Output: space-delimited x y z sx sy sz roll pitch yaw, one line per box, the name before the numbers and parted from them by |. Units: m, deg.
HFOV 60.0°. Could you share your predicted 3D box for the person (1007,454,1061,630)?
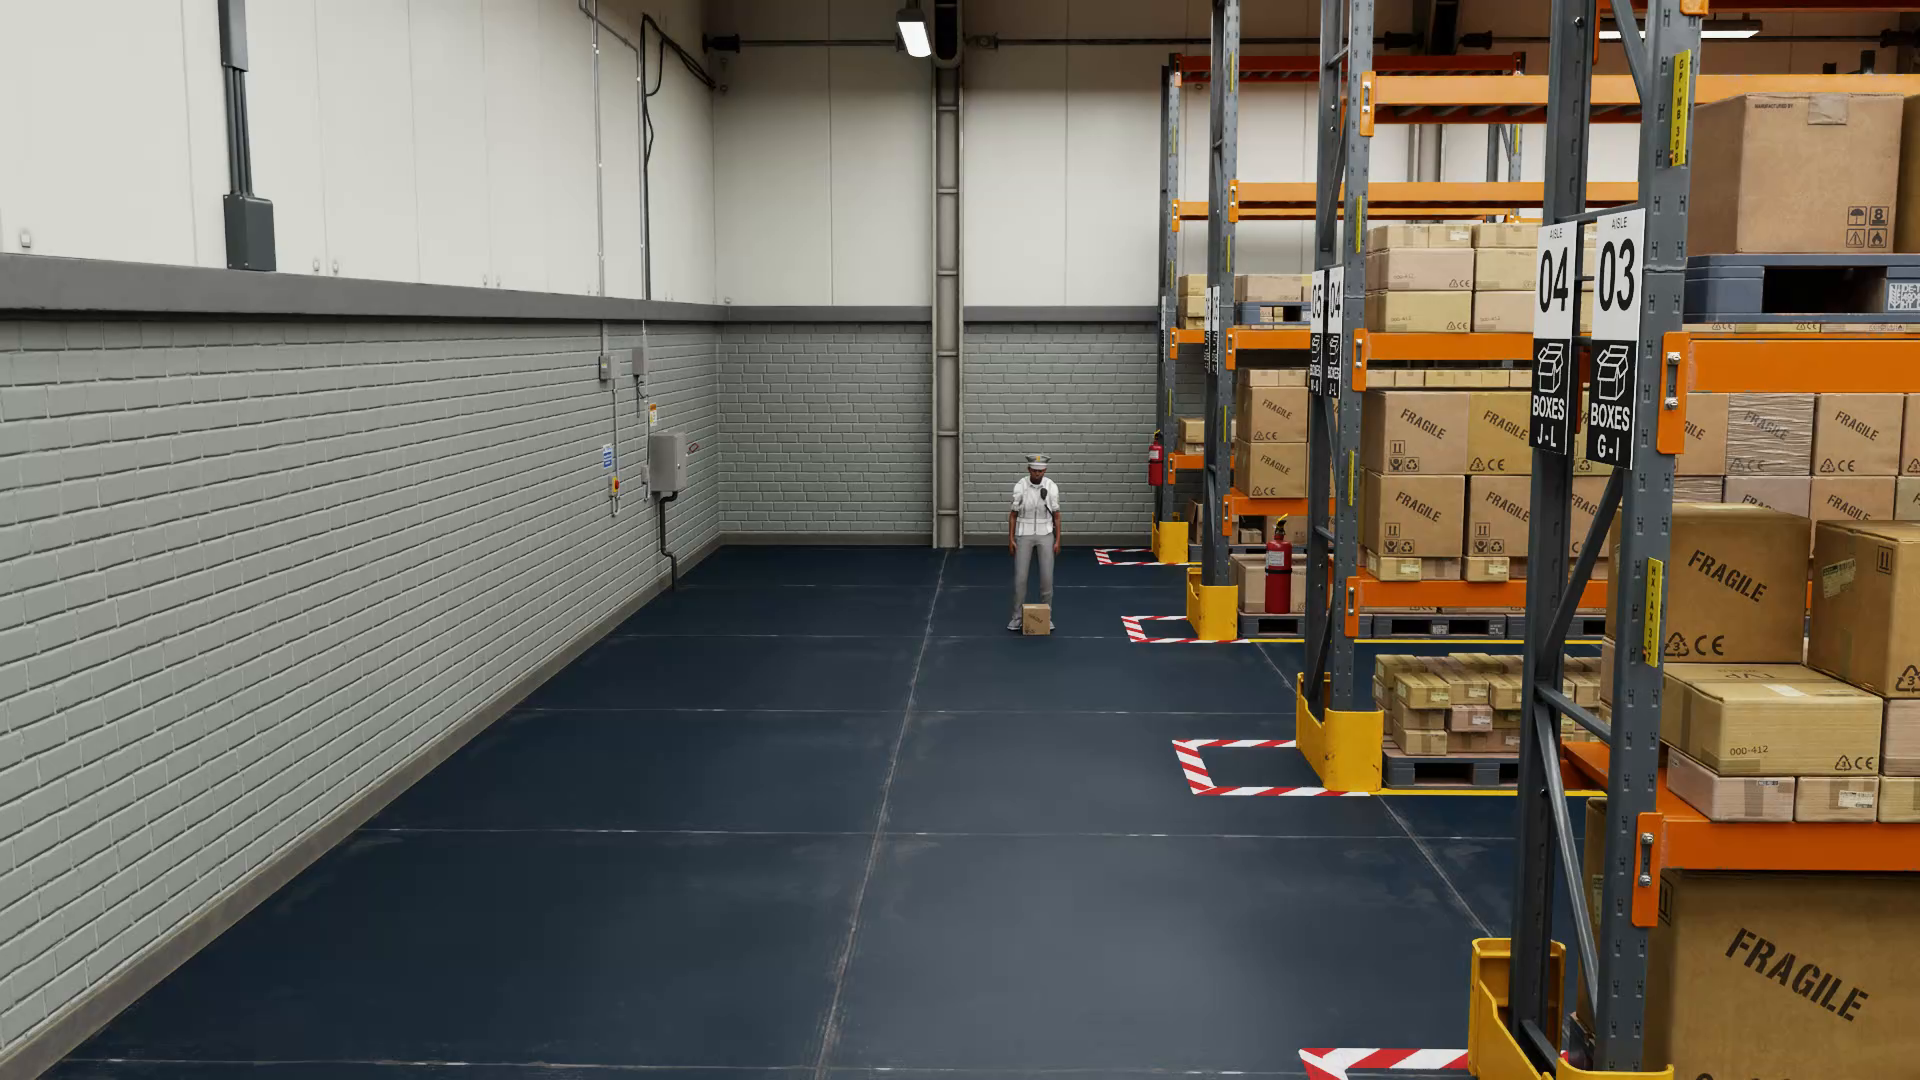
person | 0.700 0.013 15.680 0.504 1.658 0.395 0 7 2
